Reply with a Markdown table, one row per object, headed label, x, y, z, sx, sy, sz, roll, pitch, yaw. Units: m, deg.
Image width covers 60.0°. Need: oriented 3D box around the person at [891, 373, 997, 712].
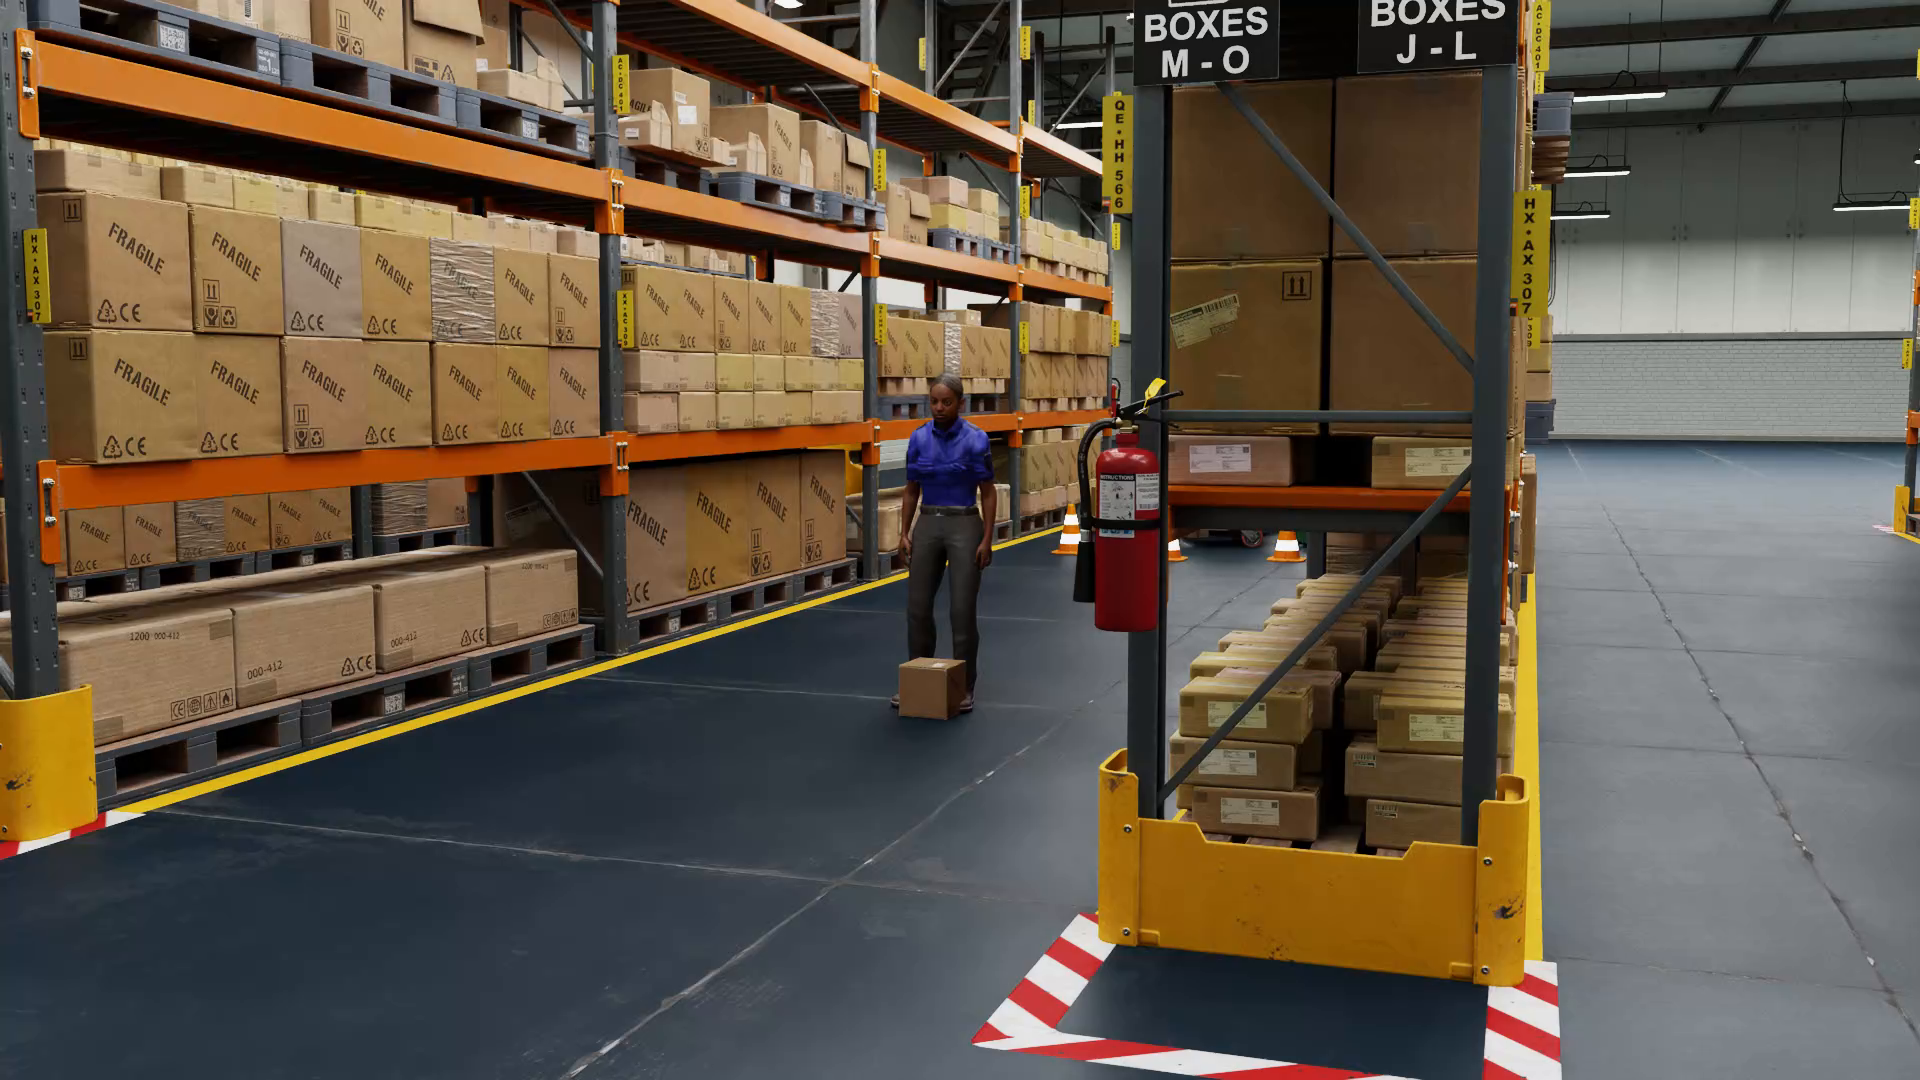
| label | x | y | z | sx | sy | sz | roll | pitch | yaw |
| --- | --- | --- | --- | --- | --- | --- | --- | --- | --- |
| person | -0.076 | 0.003 | 8.234 | 0.506 | 1.655 | 0.390 | 2 | 6 | 19 |
